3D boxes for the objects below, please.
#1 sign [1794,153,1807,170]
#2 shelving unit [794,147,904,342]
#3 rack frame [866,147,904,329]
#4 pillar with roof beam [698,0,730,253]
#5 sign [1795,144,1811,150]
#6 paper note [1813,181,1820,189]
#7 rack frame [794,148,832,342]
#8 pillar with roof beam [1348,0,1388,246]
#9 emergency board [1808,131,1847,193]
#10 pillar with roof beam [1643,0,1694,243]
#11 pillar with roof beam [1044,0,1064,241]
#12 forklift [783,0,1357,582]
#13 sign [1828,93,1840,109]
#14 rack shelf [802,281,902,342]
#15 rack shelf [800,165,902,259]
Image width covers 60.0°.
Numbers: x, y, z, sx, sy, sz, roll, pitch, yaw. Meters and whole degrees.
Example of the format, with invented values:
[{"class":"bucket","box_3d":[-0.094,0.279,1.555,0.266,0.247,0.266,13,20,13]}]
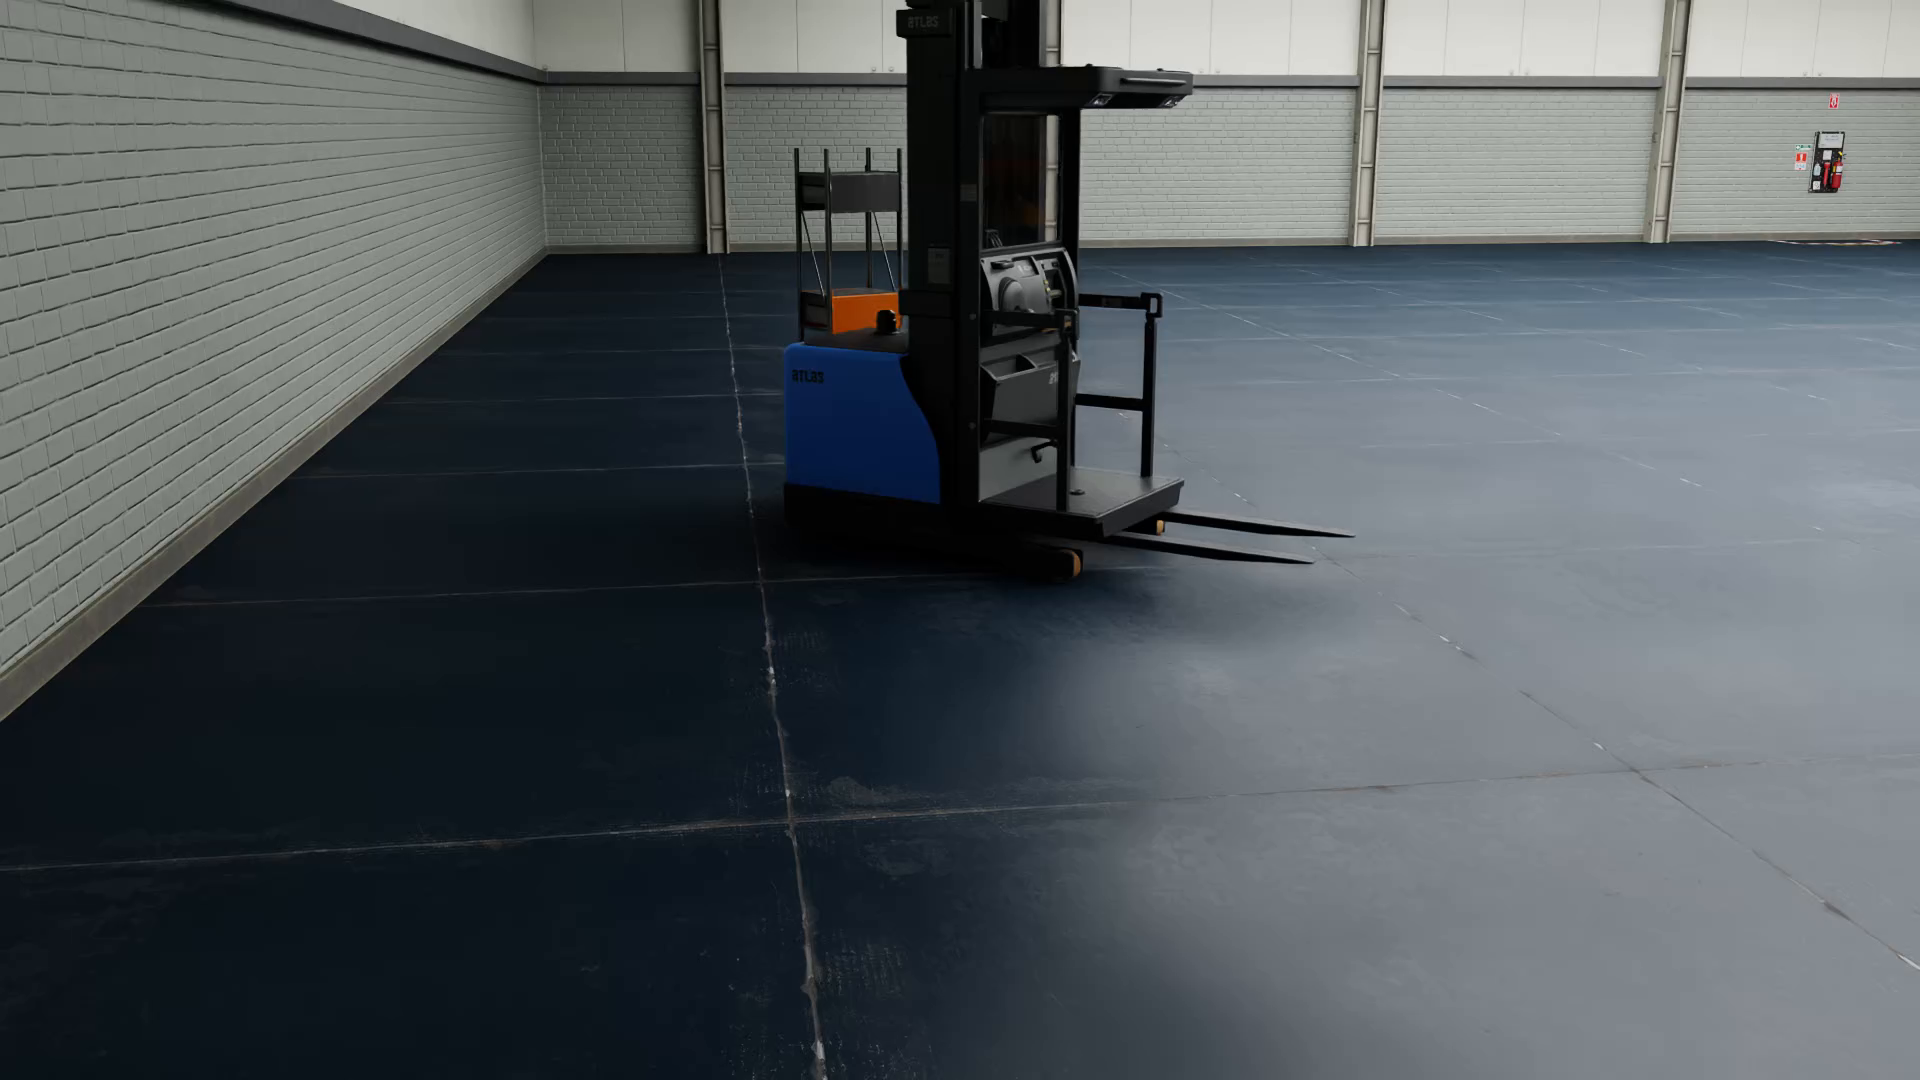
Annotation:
[{"class":"sign","box_3d":[16.413,-7.391,32.454,0.234,0.329,0.001,-2,14,-8]},{"class":"shelving unit","box_3d":[-0.659,-1.285,10.030,0.503,2.100,0.431,-9,17,-32]},{"class":"rack frame","box_3d":[-0.455,-1.318,10.159,0.015,2.100,0.400,-9,17,-32]},{"class":"pillar with roof beam","box_3d":[-3.667,-8.454,24.433,0.400,9.000,9.100,-2,14,-8]},{"class":"sign","box_3d":[16.419,-7.646,32.381,0.331,0.109,0.001,-2,14,-8]},{"class":"paper note","box_3d":[16.790,-6.952,32.587,0.142,0.148,0.016,-2,14,-8]},{"class":"rack frame","box_3d":[-0.863,-1.253,9.900,0.015,2.100,0.400,-9,17,-32]},{"class":"pillar with roof beam","box_3d":[8.200,-8.889,26.167,0.400,9.000,9.100,-2,14,-8]},{"class":"emergency board","box_3d":[16.975,-7.369,32.439,0.643,1.169,0.194,-2,14,-8]},{"class":"pillar with roof beam","box_3d":[14.133,-9.106,27.034,0.400,9.000,9.100,-2,14,-8]},{"class":"pillar with roof beam","box_3d":[2.267,-8.671,25.300,0.400,9.000,9.100,-2,14,-8]},{"class":"forklift","box_3d":[0.544,-1.357,8.606,3.031,2.935,1.130,8,16,30]},{"class":"sign","box_3d":[16.952,-8.517,32.251,0.199,0.298,0.001,-2,14,-8]},{"class":"rack shelf","box_3d":[-0.659,-1.272,10.033,0.480,0.518,0.431,-9,17,-32]},{"class":"rack shelf","box_3d":[-0.659,-1.951,9.863,0.480,0.518,0.431,-9,17,-32]}]
